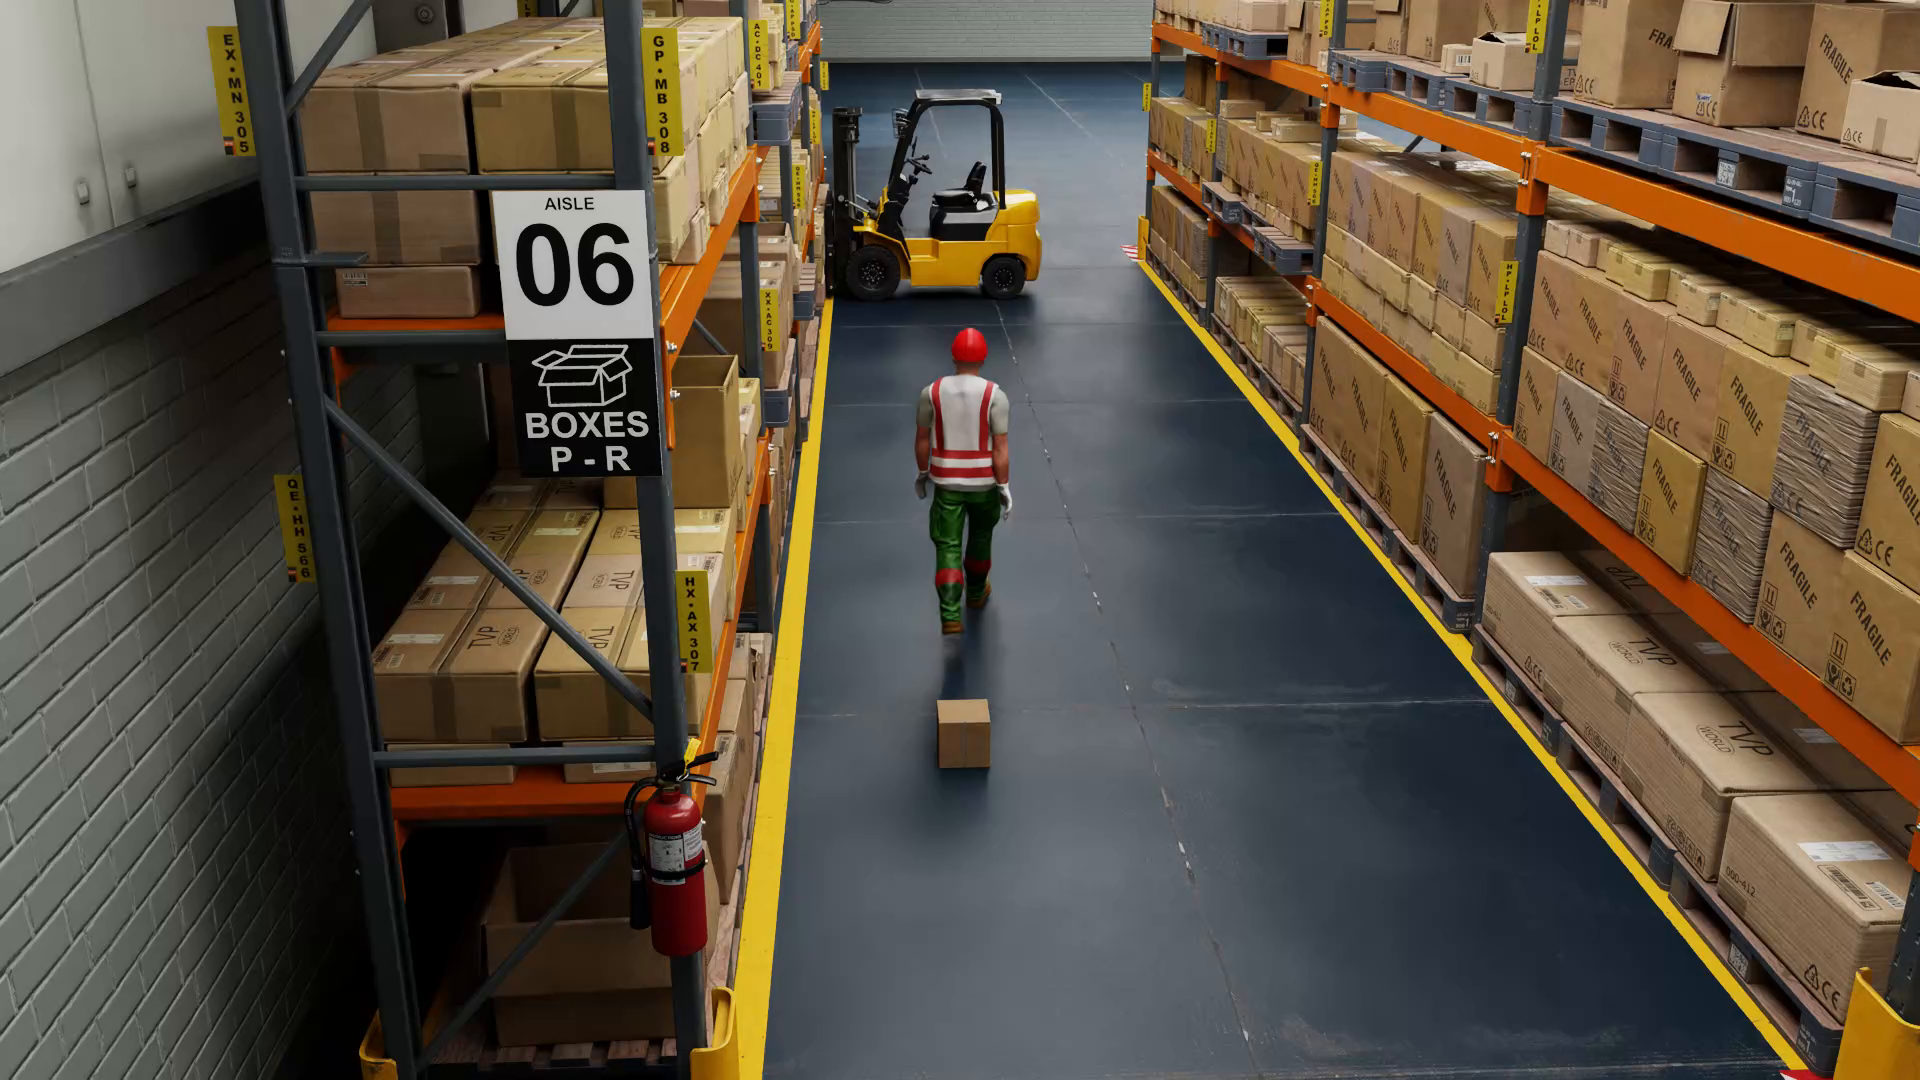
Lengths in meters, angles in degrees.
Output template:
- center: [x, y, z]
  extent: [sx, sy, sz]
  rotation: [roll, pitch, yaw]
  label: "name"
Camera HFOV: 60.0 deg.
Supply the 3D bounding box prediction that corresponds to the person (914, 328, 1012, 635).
- center: [0.014, -0.328, 9.453]
  extent: [0.576, 1.750, 1.043]
  rotation: [1, 20, 4]
  label: "person"
